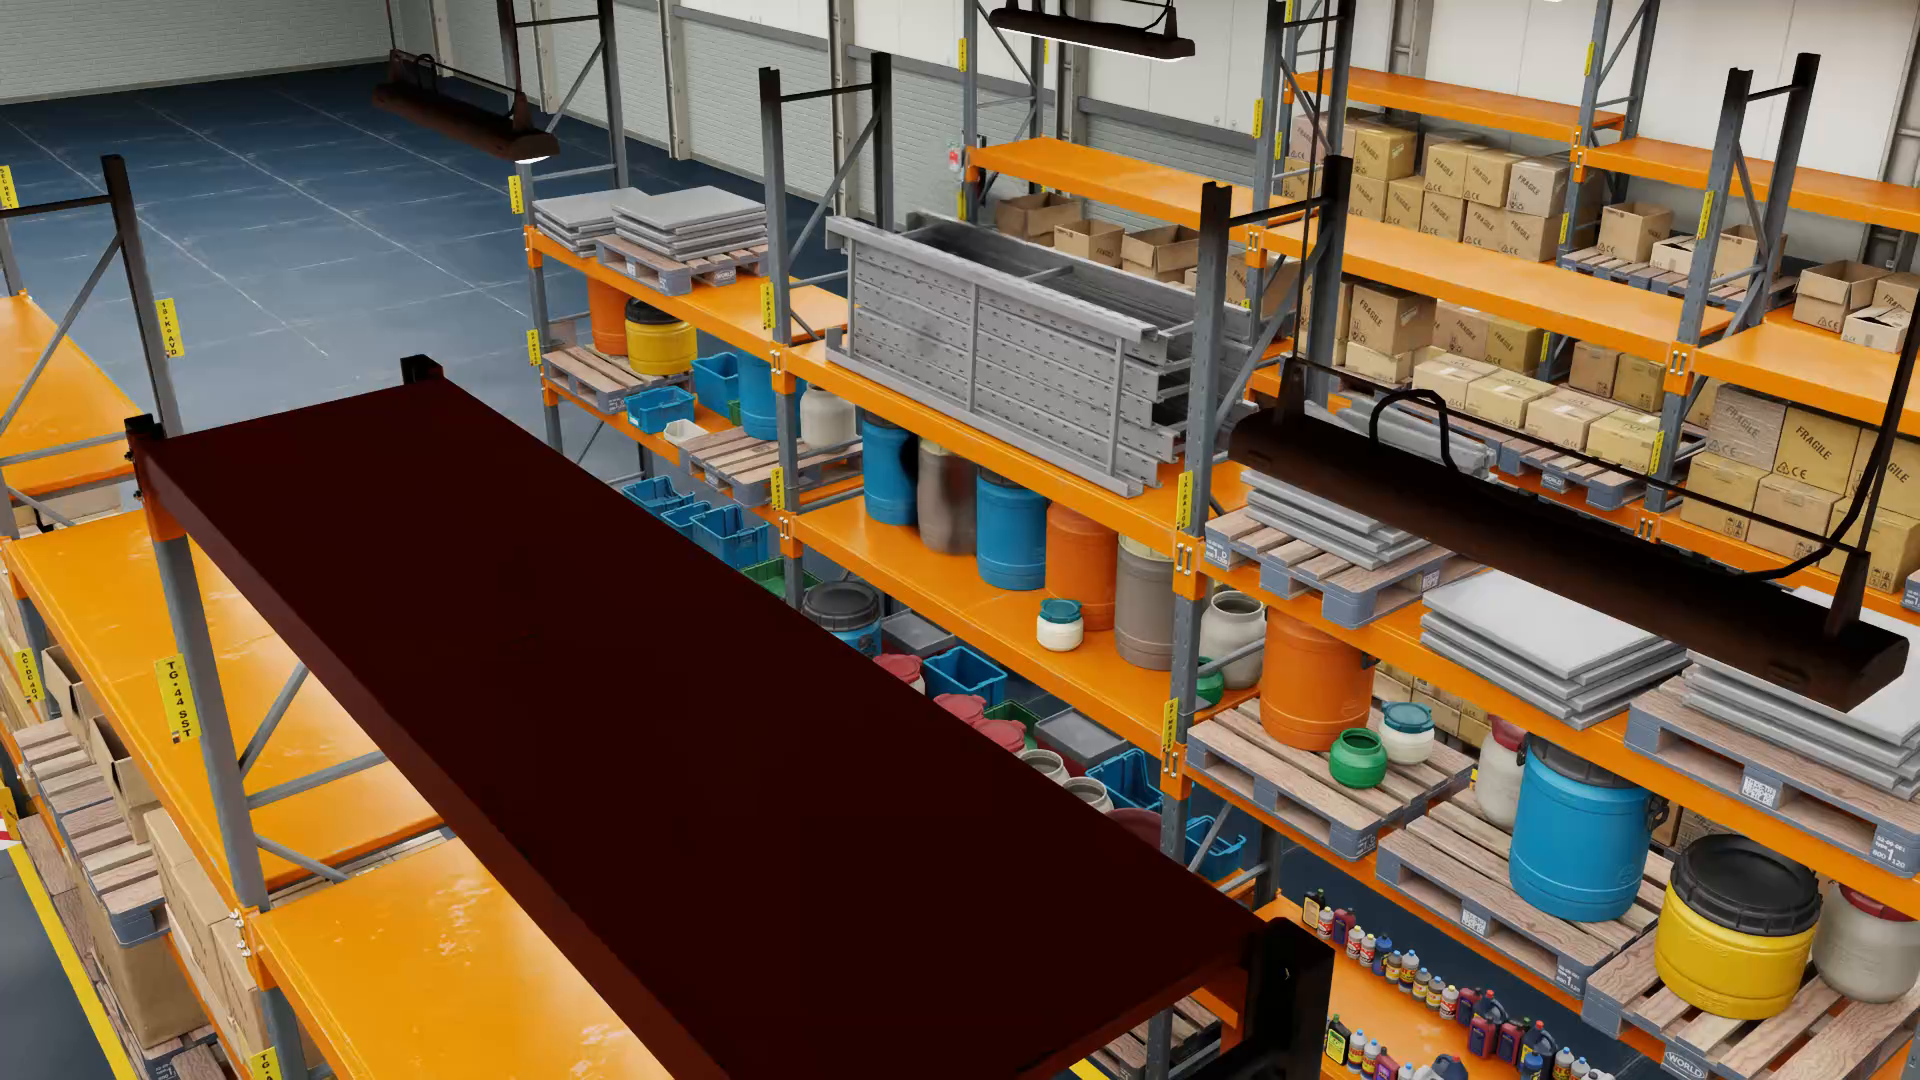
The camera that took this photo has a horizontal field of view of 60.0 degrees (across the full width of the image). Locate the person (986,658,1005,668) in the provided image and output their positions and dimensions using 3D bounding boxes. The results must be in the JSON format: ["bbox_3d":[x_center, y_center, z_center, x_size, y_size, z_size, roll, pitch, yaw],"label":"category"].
[{"bbox_3d":[0.151,0.416,15.632,0.867,1.549,0.684,10,28,20],"label":"person"}]
